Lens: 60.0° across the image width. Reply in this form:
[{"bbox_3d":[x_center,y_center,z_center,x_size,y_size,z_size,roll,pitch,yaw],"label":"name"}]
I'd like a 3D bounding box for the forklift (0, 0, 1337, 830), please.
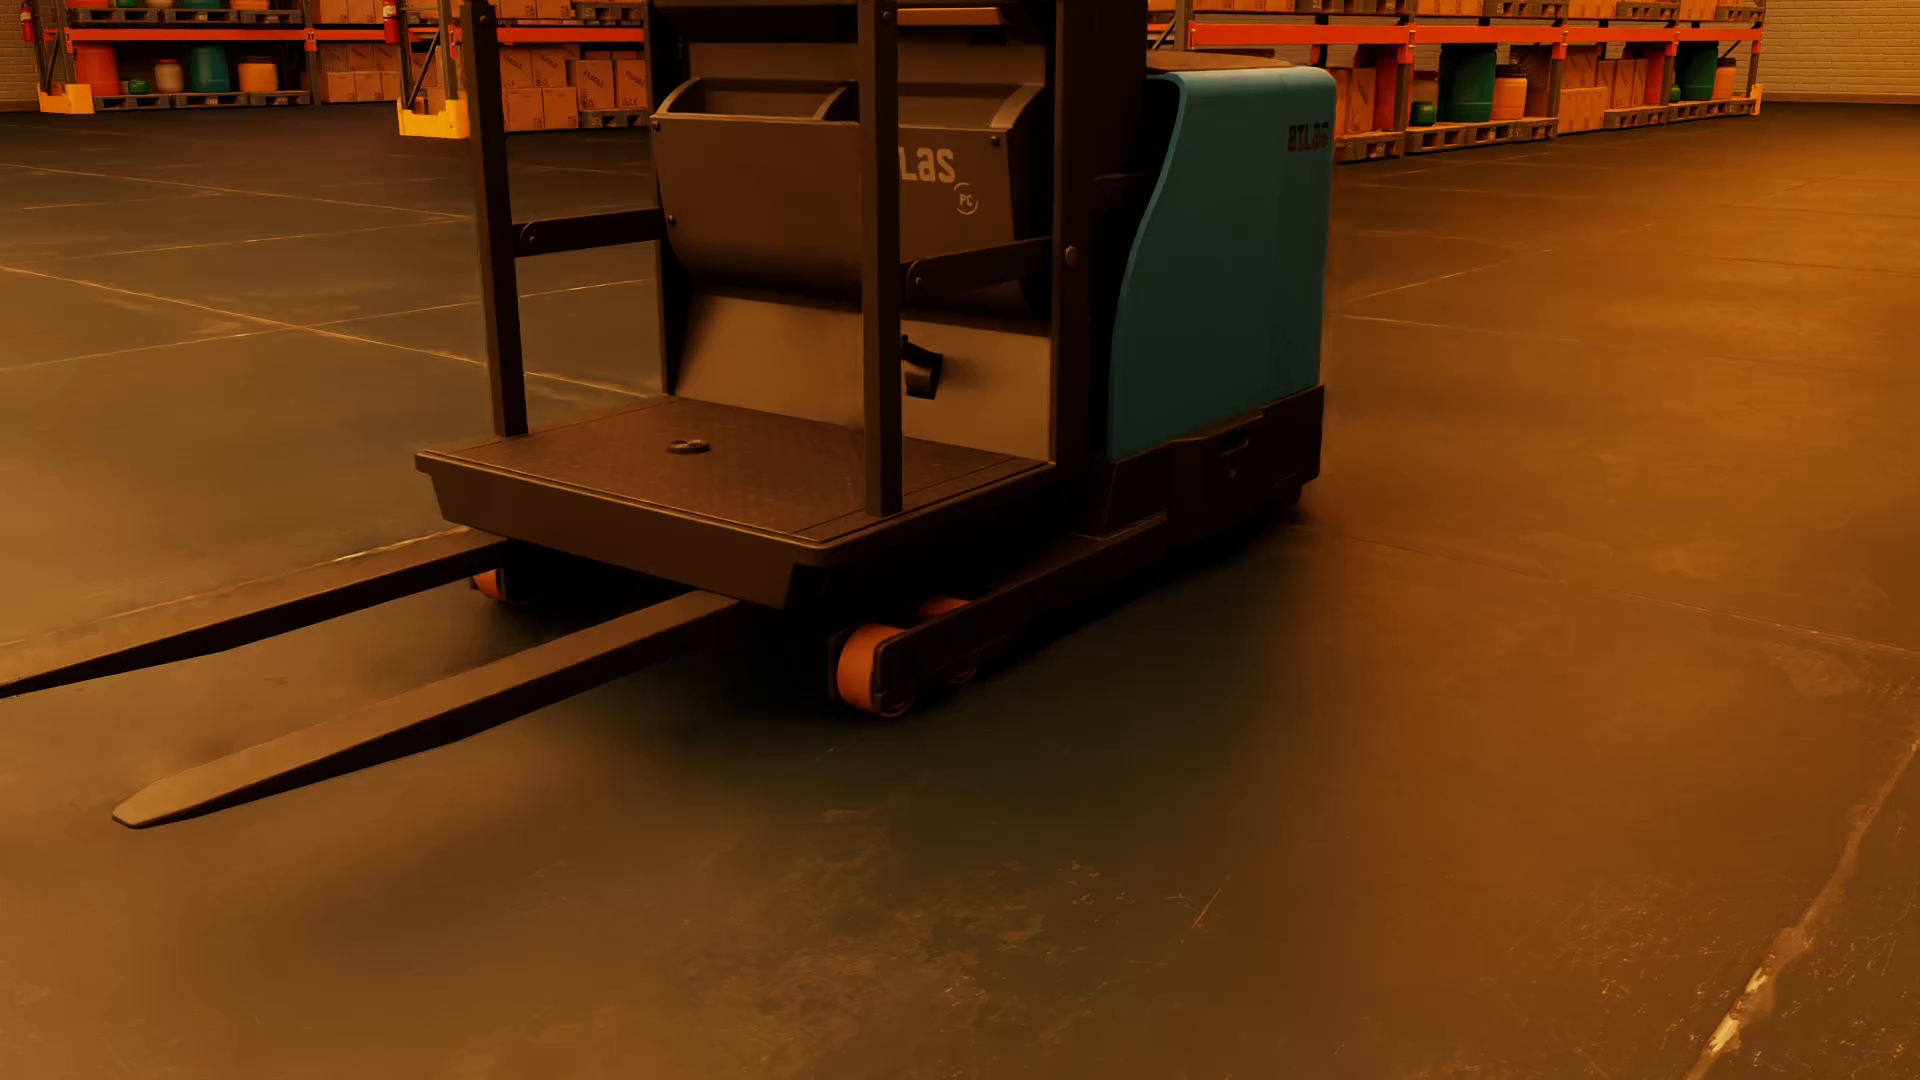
[{"bbox_3d":[-0.368,-1.251,3.016,1.130,2.935,3.031,12,21,35],"label":"forklift"}]
